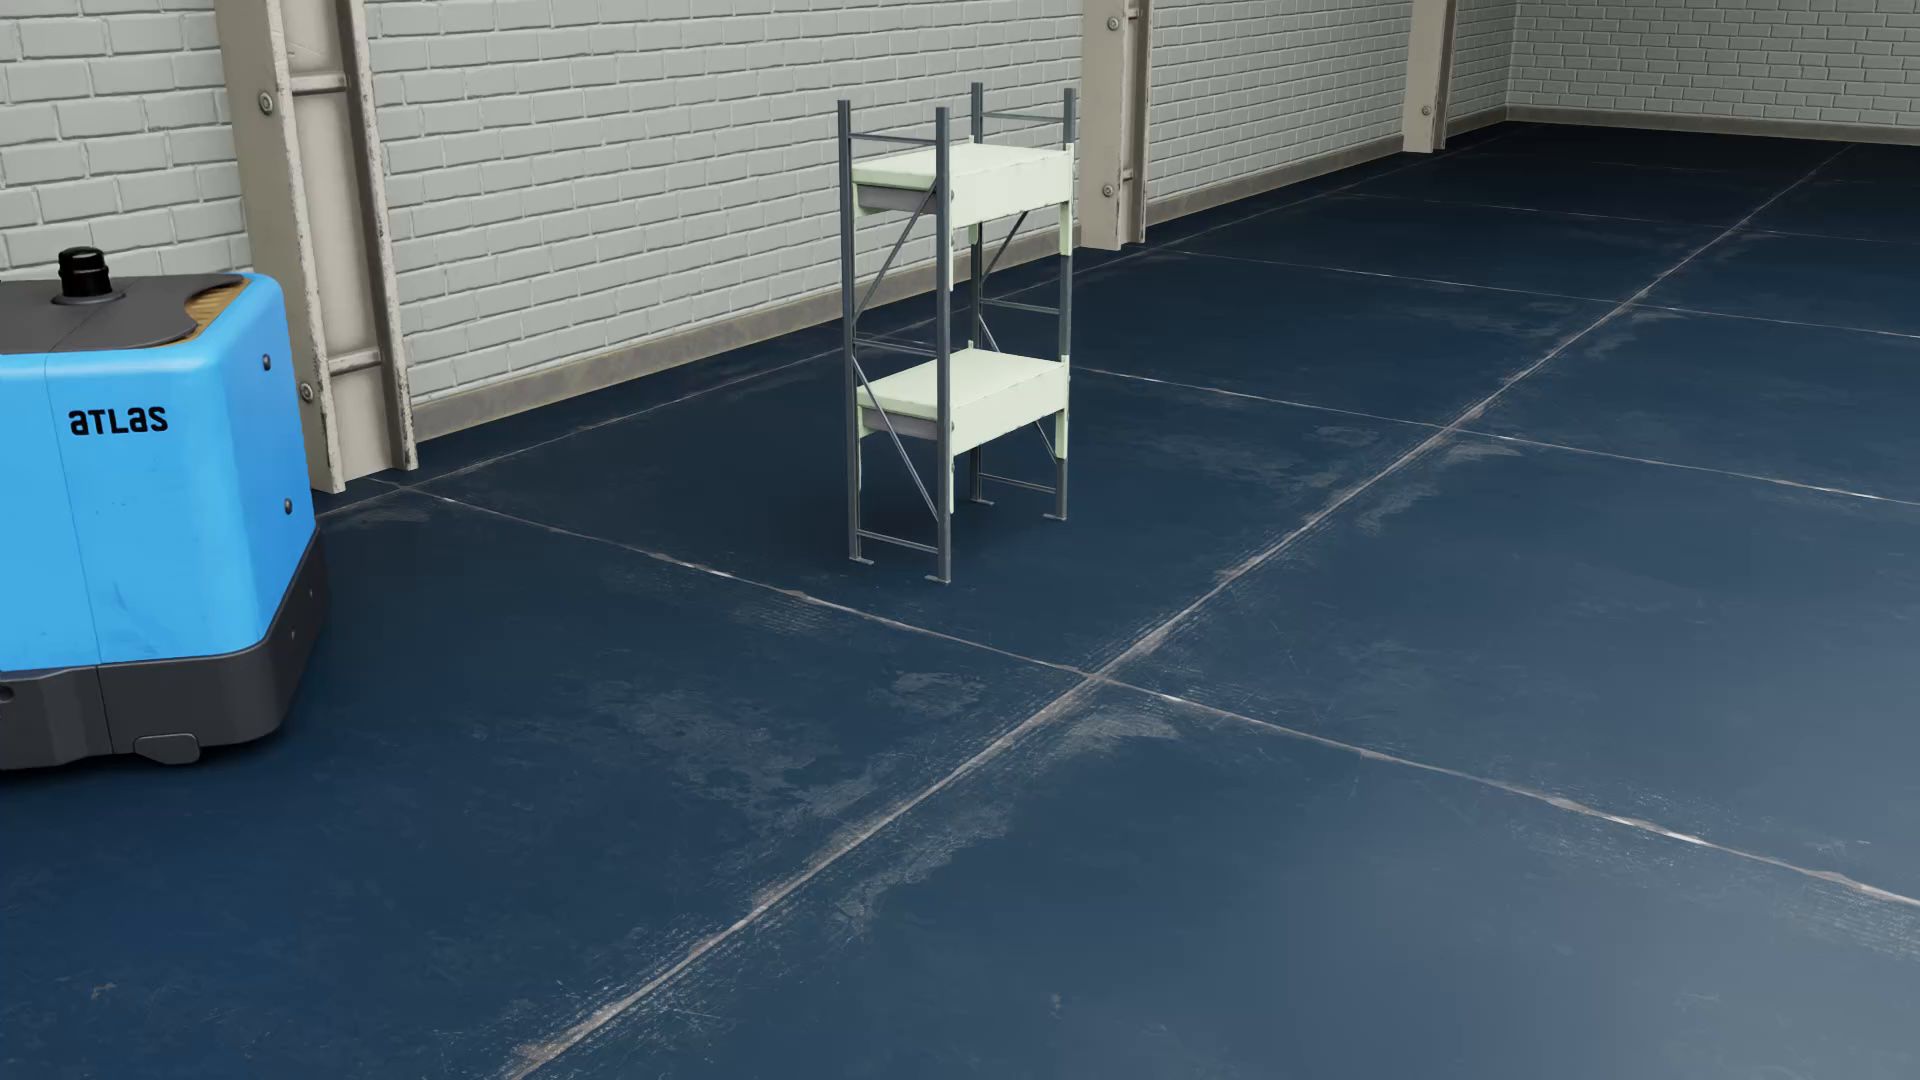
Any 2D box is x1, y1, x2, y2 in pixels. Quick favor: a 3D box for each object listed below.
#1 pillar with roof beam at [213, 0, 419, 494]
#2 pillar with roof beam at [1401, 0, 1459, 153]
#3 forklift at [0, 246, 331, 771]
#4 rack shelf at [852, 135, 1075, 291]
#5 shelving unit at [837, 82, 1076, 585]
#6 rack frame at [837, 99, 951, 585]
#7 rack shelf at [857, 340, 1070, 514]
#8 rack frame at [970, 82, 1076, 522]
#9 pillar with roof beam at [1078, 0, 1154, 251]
[{"bbox_3d":[1.197,-3.640,2.635,9.100,9.000,0.400,13,24,32],"label":"pillar with roof beam"},{"bbox_3d":[7.943,-7.083,11.944,9.100,9.000,0.400,13,24,32],"label":"pillar with roof beam"},{"bbox_3d":[-3.314,-0.875,3.905,3.031,2.935,1.130,-4,21,-11],"label":"forklift"},{"bbox_3d":[0.004,-1.071,5.375,0.431,0.370,0.720,13,24,32],"label":"rack shelf"},{"bbox_3d":[0.004,-0.705,5.510,0.431,1.500,0.755,13,24,32],"label":"shelving unit"},{"bbox_3d":[-0.202,-0.600,5.226,0.400,1.500,0.023,13,24,32],"label":"rack frame"},{"bbox_3d":[0.004,-0.400,5.623,0.431,0.370,0.720,13,24,32],"label":"rack shelf"},{"bbox_3d":[0.209,-0.810,5.794,0.400,1.500,0.023,13,24,32],"label":"rack frame"},{"bbox_3d":[4.570,-5.362,7.290,9.100,9.000,0.400,13,24,32],"label":"pillar with roof beam"}]
